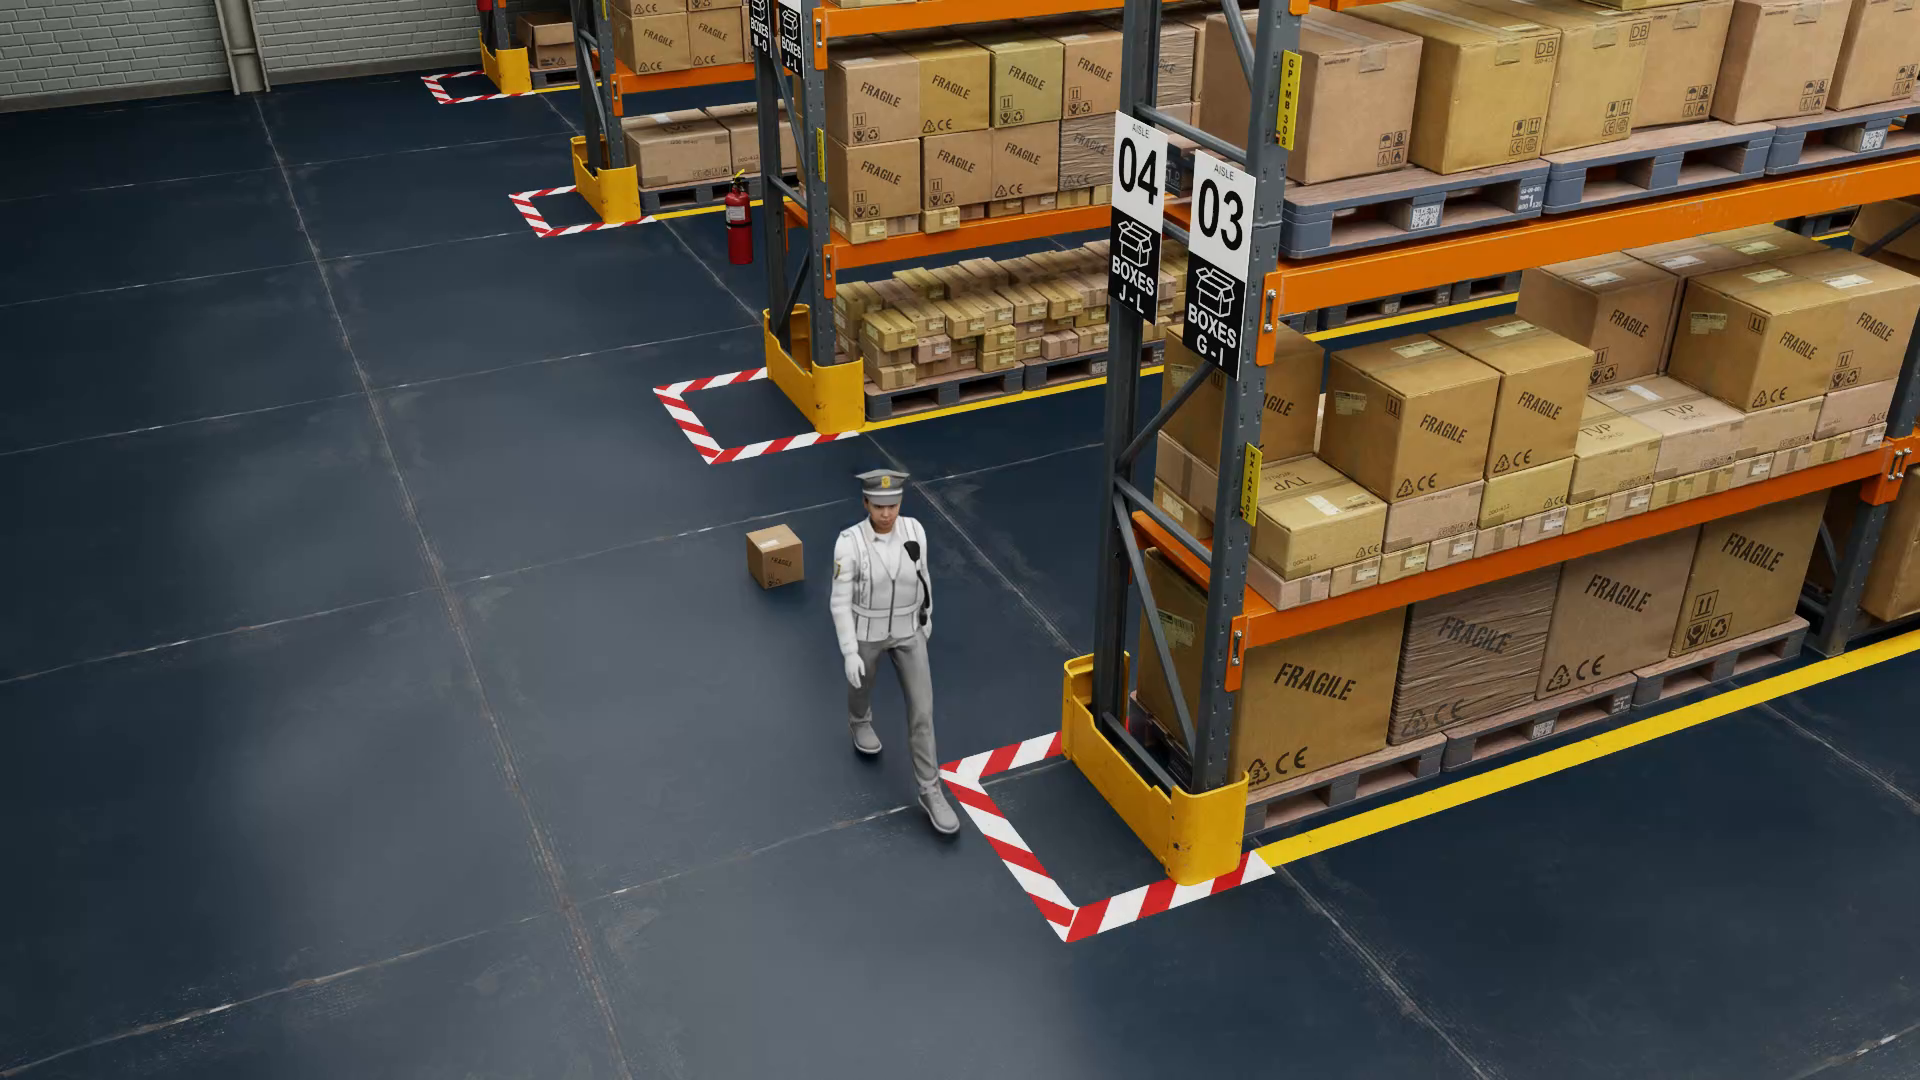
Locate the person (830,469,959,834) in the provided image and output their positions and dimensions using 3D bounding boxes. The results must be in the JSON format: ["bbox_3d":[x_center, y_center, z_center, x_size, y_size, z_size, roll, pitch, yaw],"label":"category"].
[{"bbox_3d":[-0.325,0.445,7.603,0.521,1.636,0.973,-8,30,-13],"label":"person"}]
